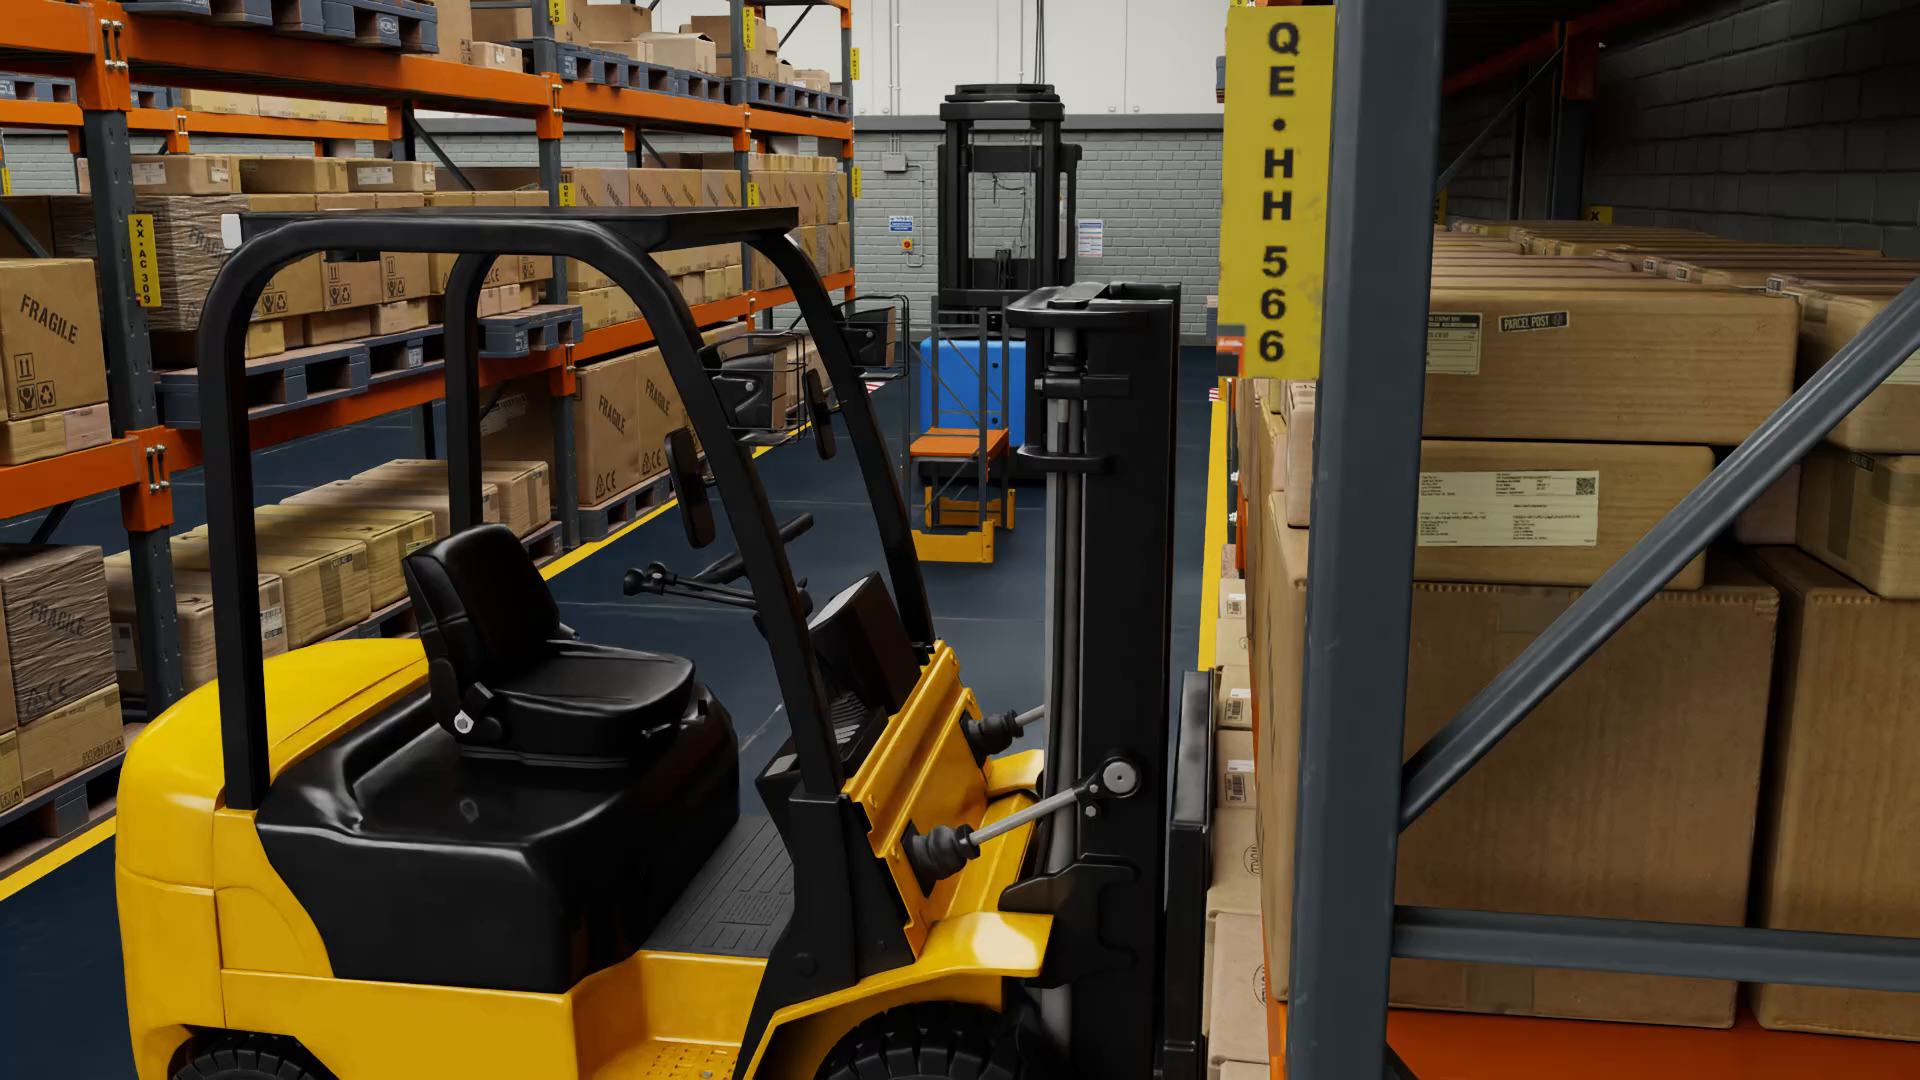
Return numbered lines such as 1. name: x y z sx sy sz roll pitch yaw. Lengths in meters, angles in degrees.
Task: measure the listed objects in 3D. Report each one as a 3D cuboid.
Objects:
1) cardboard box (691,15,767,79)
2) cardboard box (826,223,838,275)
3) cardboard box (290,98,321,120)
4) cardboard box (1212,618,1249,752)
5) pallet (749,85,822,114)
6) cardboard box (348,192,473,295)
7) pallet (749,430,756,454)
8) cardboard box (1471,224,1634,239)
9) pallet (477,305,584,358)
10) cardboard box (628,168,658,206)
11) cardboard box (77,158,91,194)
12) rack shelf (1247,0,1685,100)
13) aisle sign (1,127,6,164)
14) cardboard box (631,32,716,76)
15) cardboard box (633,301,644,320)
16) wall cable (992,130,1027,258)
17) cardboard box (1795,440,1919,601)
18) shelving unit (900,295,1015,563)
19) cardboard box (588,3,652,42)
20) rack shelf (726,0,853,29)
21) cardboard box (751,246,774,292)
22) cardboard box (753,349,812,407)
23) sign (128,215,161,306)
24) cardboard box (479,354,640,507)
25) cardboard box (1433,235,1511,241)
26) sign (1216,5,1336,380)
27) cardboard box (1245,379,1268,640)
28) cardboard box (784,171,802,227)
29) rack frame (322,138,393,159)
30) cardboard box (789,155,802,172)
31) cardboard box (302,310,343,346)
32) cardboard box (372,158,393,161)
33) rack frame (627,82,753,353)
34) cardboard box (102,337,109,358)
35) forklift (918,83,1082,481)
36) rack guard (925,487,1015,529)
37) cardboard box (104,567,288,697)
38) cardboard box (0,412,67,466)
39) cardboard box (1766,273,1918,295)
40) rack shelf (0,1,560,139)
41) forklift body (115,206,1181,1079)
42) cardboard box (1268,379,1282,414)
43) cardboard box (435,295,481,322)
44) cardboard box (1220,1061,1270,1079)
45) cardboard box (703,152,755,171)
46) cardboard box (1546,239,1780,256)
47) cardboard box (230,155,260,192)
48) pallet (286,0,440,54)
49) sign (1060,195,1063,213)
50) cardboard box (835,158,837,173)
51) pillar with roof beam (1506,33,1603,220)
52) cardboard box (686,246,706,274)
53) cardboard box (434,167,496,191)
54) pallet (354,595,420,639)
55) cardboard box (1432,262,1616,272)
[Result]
1. cardboard box: -1.944 -4.147 14.025 0.500 0.500 0.500 2 12 10
2. cardboard box: -1.531 -2.931 16.735 0.500 0.500 0.500 2 12 7
3. cardboard box: -6.565 -4.203 16.114 0.500 0.250 0.500 2 12 11
4. cardboard box: 0.960 0.410 4.628 0.500 0.250 0.500 2 12 9
5. pallet: -1.916 -4.108 15.527 1.003 0.211 1.213 2 12 9
6. cardboard box: -2.797 -1.512 8.451 0.500 0.500 0.500 1 12 5
7. pallet: -2.286 -0.736 13.407 1.003 0.211 1.213 2 12 9
8. cardboard box: 1.576 -0.765 4.442 0.380 0.149 0.250 2 12 8
9. pallet: -2.861 -1.184 9.322 1.213 0.211 1.003 2 12 9
10. cardboard box: -2.378 -2.273 11.308 0.500 0.500 0.500 2 12 10
11. cardboard box: -3.531 -1.561 7.136 0.380 0.149 0.250 2 12 7
12. rack shelf: 1.126 -1.135 3.228 1.077 0.370 4.000 2 12 9
13. aisle sign: -11.111 -4.692 18.974 0.394 0.787 0.004 2 12 9
14. cardboard box: -2.170 -3.700 12.636 0.500 0.311 0.500 2 12 9
15. cardboard box: -2.385 -1.666 11.462 0.500 0.250 0.500 2 12 11
16. wall cable: 0.621 -4.722 22.875 0.588 1.984 0.122 2 12 9
17. cardboard box: 1.126 -0.032 1.746 0.380 0.149 0.250 2 12 7
18. shelving unit: -0.012 -0.717 10.262 0.587 1.500 1.083 2 12 9
19. cardboard box: -2.664 -3.809 12.692 0.500 0.500 0.500 2 12 8
20. rack shelf: -1.934 -5.064 15.288 1.077 0.370 4.000 2 12 9
21. cardboard box: -1.911 -2.400 14.274 0.500 0.500 0.500 2 12 11
22. cardboard box: -1.902 -1.529 15.551 0.875 0.438 0.875 2 12 7
23. sign: -2.935 -1.004 5.977 0.100 0.325 0.005 2 12 9
24. cardboard box: -2.669 -0.737 10.841 0.875 0.875 0.875 2 12 8
25. cardboard box: 0.950 -0.568 3.527 0.380 0.149 0.250 2 12 9
26. sign: 0.284 -0.306 1.484 0.100 0.325 0.005 2 12 9
27. cardboard box: 0.868 -0.083 3.523 0.500 0.500 0.500 2 12 9
28. cardboard box: -1.755 -3.102 15.158 0.500 0.500 0.500 2 12 10
29. rack frame: -6.533 -3.234 18.380 1.000 3.000 0.127 2 12 9
30. cardboard box: -1.684 -3.491 15.420 0.380 0.149 0.250 2 12 9
31. cardboard box: -2.979 -0.949 7.379 0.380 0.149 0.250 2 12 10
32. cardboard box: -6.358 -3.814 17.754 0.500 0.500 0.500 2 12 7
33. rack frame: -2.242 -2.262 13.870 1.000 3.000 0.127 2 12 9
34. cardboard box: -3.666 -0.795 6.663 0.380 0.149 0.250 2 12 9
35. forklift: 0.401 -2.136 13.447 1.130 2.935 3.031 2 12 8
36. rack guard: 0.065 -0.210 10.874 0.587 0.250 0.087 2 12 9
37. cardboard box: -3.394 0.373 6.882 0.950 0.372 0.625 2 12 9
38. cardboard box: -3.252 -0.345 5.571 0.380 0.149 0.250 2 12 10
39. cardboard box: 1.183 -0.232 1.966 0.380 0.149 0.250 2 12 11
40. rack shelf: -3.164 -2.128 7.834 1.077 0.370 4.000 2 12 9
41. forklift body: -0.693 0.357 3.732 2.313 2.155 1.214 2 12 9
42. cardboard box: 0.768 -0.319 3.077 0.380 0.149 0.250 2 12 9
43. cardboard box: -2.714 -1.214 8.607 0.380 0.149 0.250 2 12 10
44. cardboard box: 0.581 0.940 2.168 0.500 0.250 0.500 2 12 11
45. cardboard box: -1.937 -3.174 13.952 0.380 0.149 0.250 2 12 8
46. cardboard box: 1.347 -0.500 3.208 0.380 0.149 0.250 2 12 9
47. cardboard box: -6.774 -3.279 15.272 0.500 0.500 0.500 2 12 7
48. pallet: -3.115 -2.312 7.429 1.213 0.211 1.003 2 12 9
49. sign: 1.248 -4.620 22.849 0.339 0.242 0.001 2 12 9
50. cardboard box: -1.484 -3.868 17.173 0.380 0.149 0.250 2 12 9
51. pillar with roof beam: -1.515 -4.041 7.884 9.100 9.000 0.400 2 12 9
52. cardboard box: -2.213 -2.121 12.386 0.500 0.250 0.500 2 12 10
53. cardboard box: -3.036 -2.083 10.429 0.500 0.500 0.500 2 12 7
54. pallet: -3.169 0.350 8.371 1.003 0.211 1.213 2 12 9
55. cardboard box: 0.686 -0.305 2.304 0.380 0.149 0.250 2 12 10
